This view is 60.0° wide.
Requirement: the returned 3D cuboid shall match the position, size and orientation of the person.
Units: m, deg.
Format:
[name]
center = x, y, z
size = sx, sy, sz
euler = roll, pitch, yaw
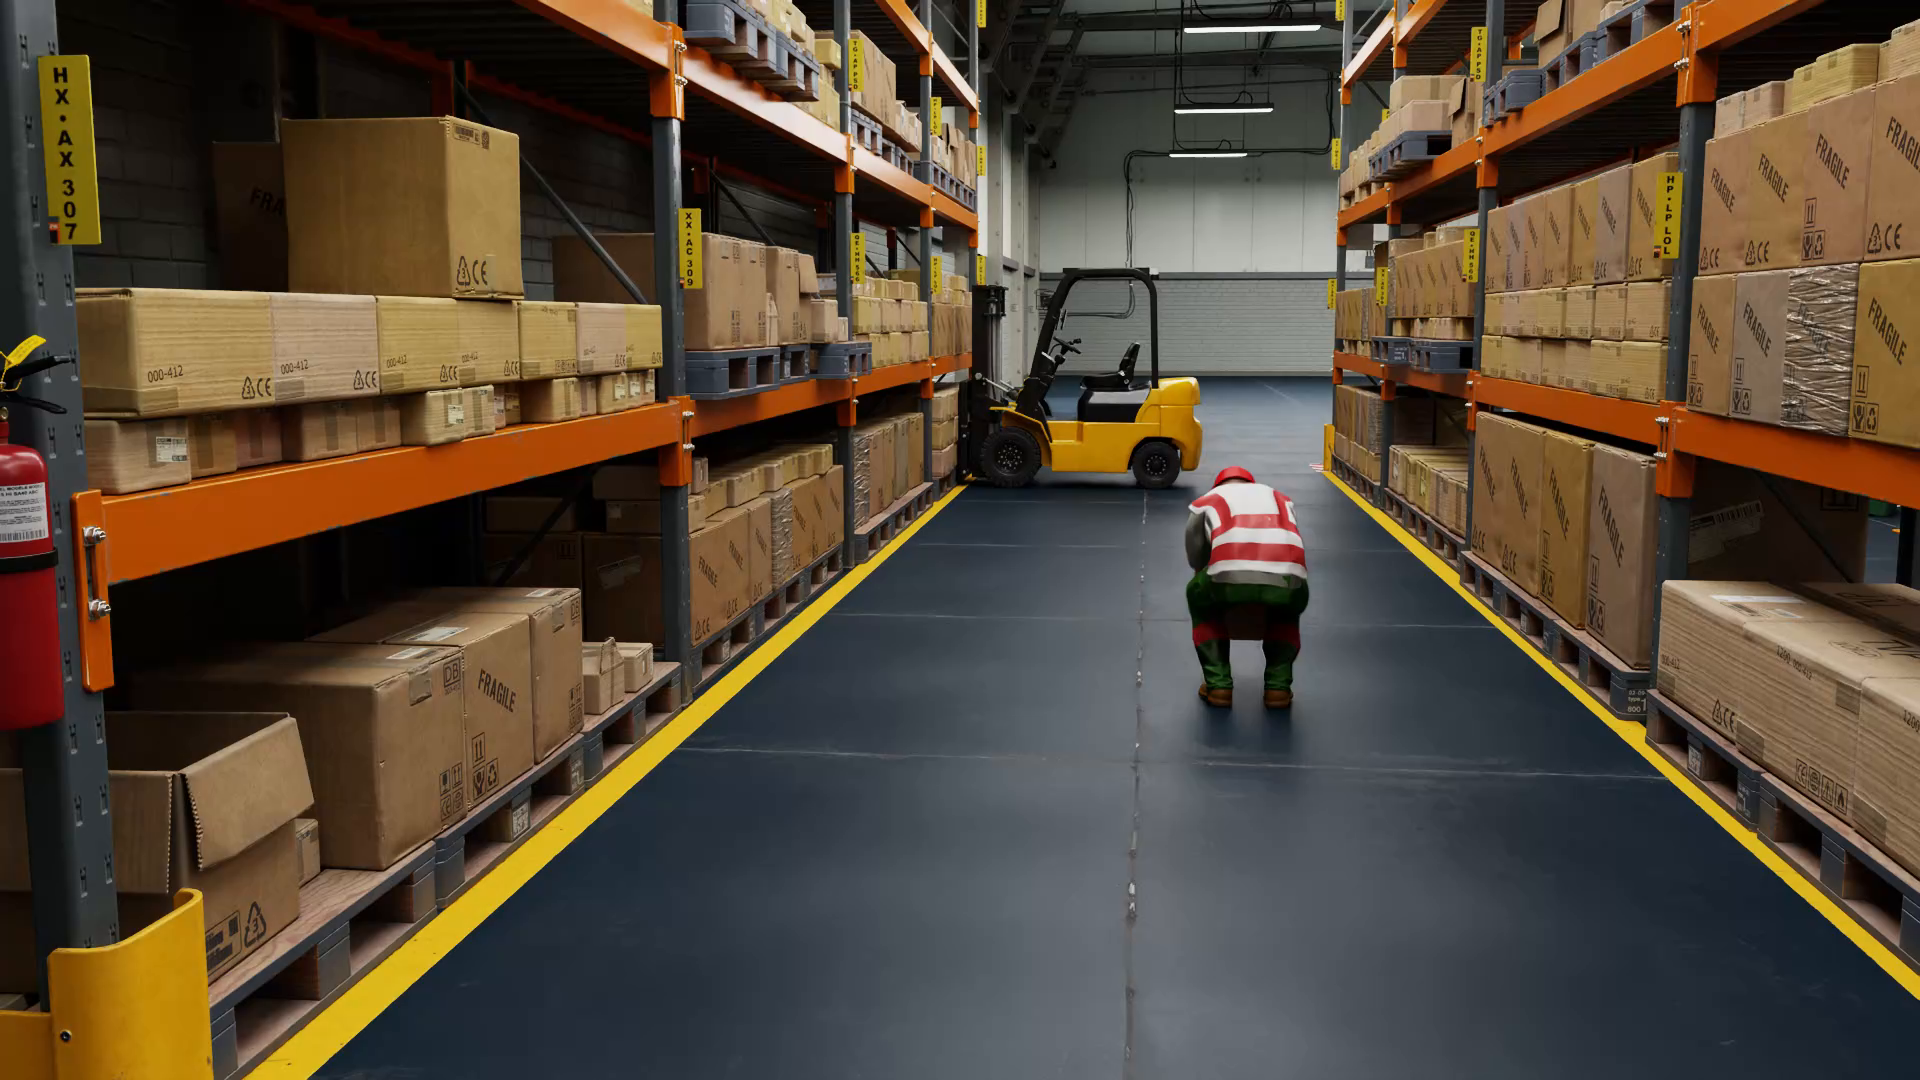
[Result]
[person]
center = 1.258, 0.197, 7.300
size = 0.530, 0.985, 0.922
euler = 1, 8, 4
